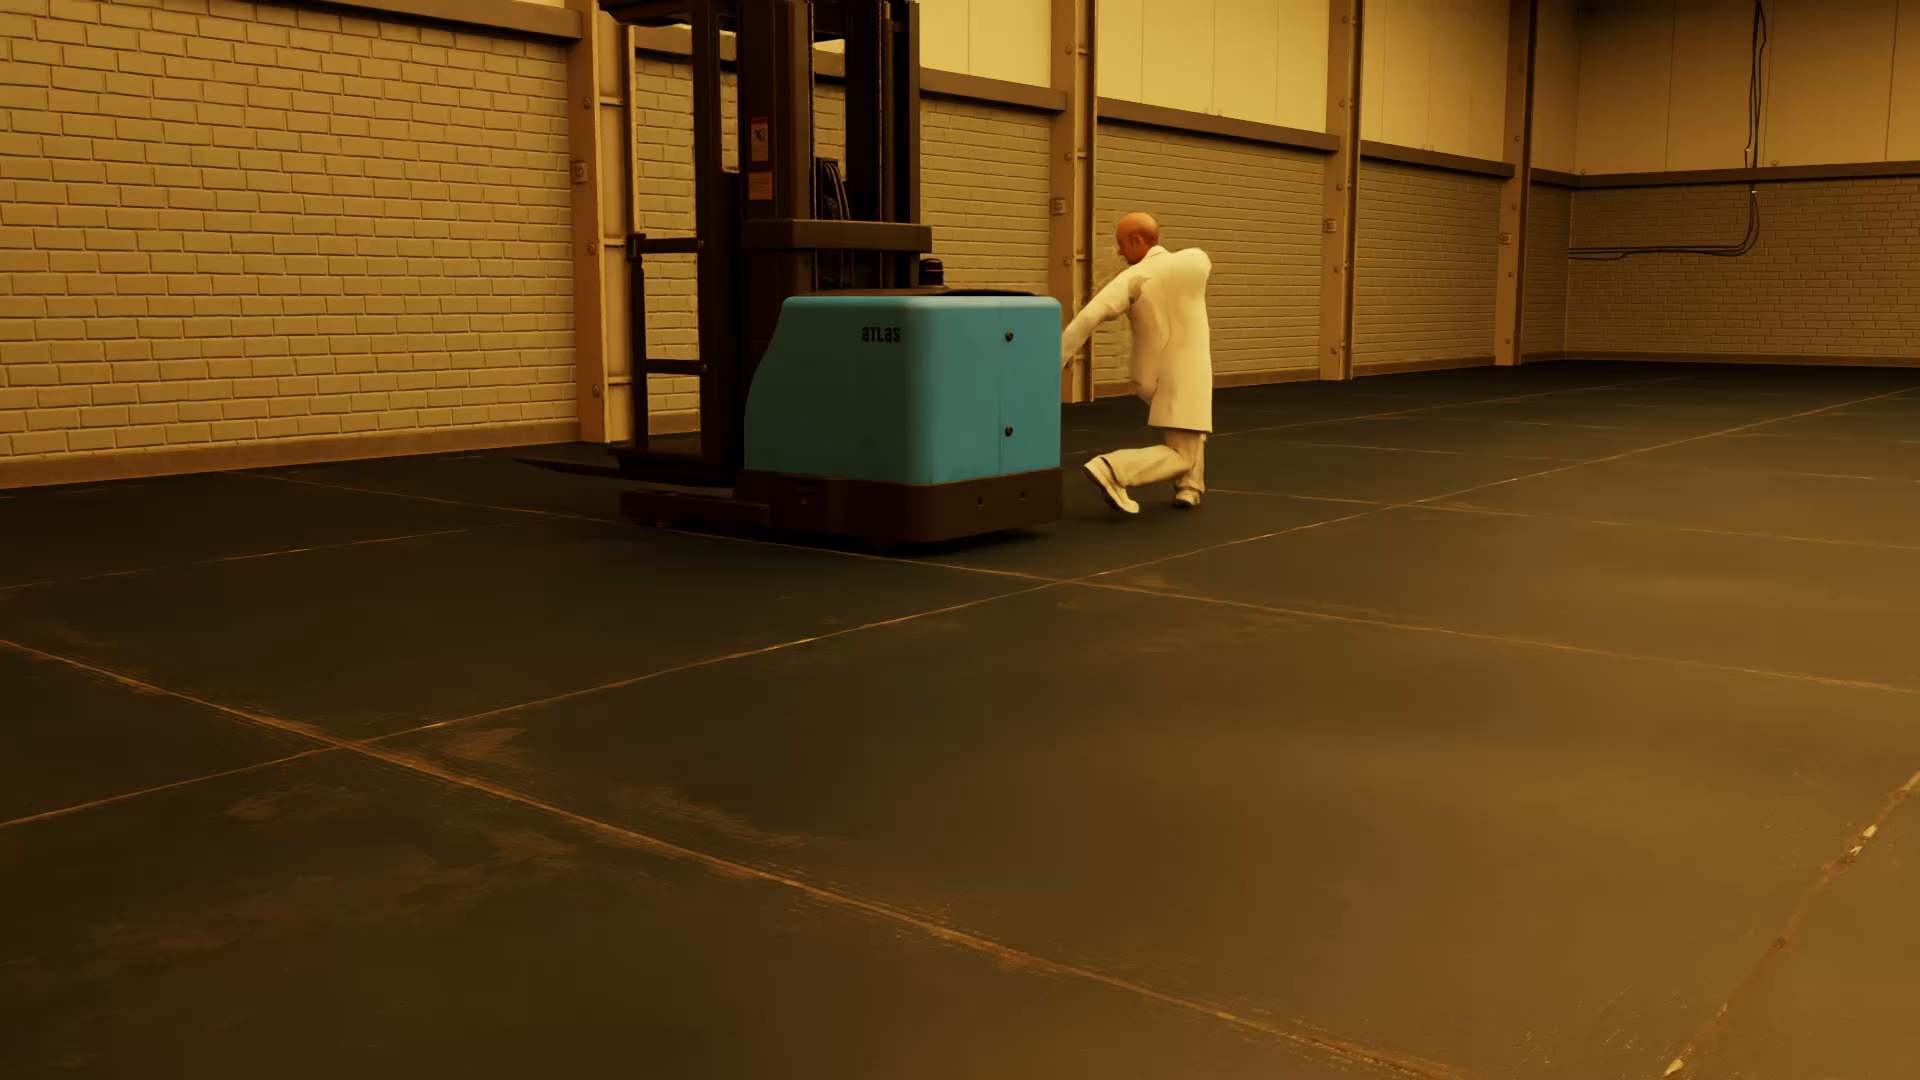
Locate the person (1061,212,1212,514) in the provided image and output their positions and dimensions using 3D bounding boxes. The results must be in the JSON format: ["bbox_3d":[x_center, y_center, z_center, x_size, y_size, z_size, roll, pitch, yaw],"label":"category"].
[{"bbox_3d":[0.888,-0.858,8.337,0.780,1.544,1.009,4,9,28],"label":"person"}]

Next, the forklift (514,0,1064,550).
[{"bbox_3d":[-0.989,-1.559,7.936,3.031,2.935,1.130,7,11,39],"label":"forklift"}]
